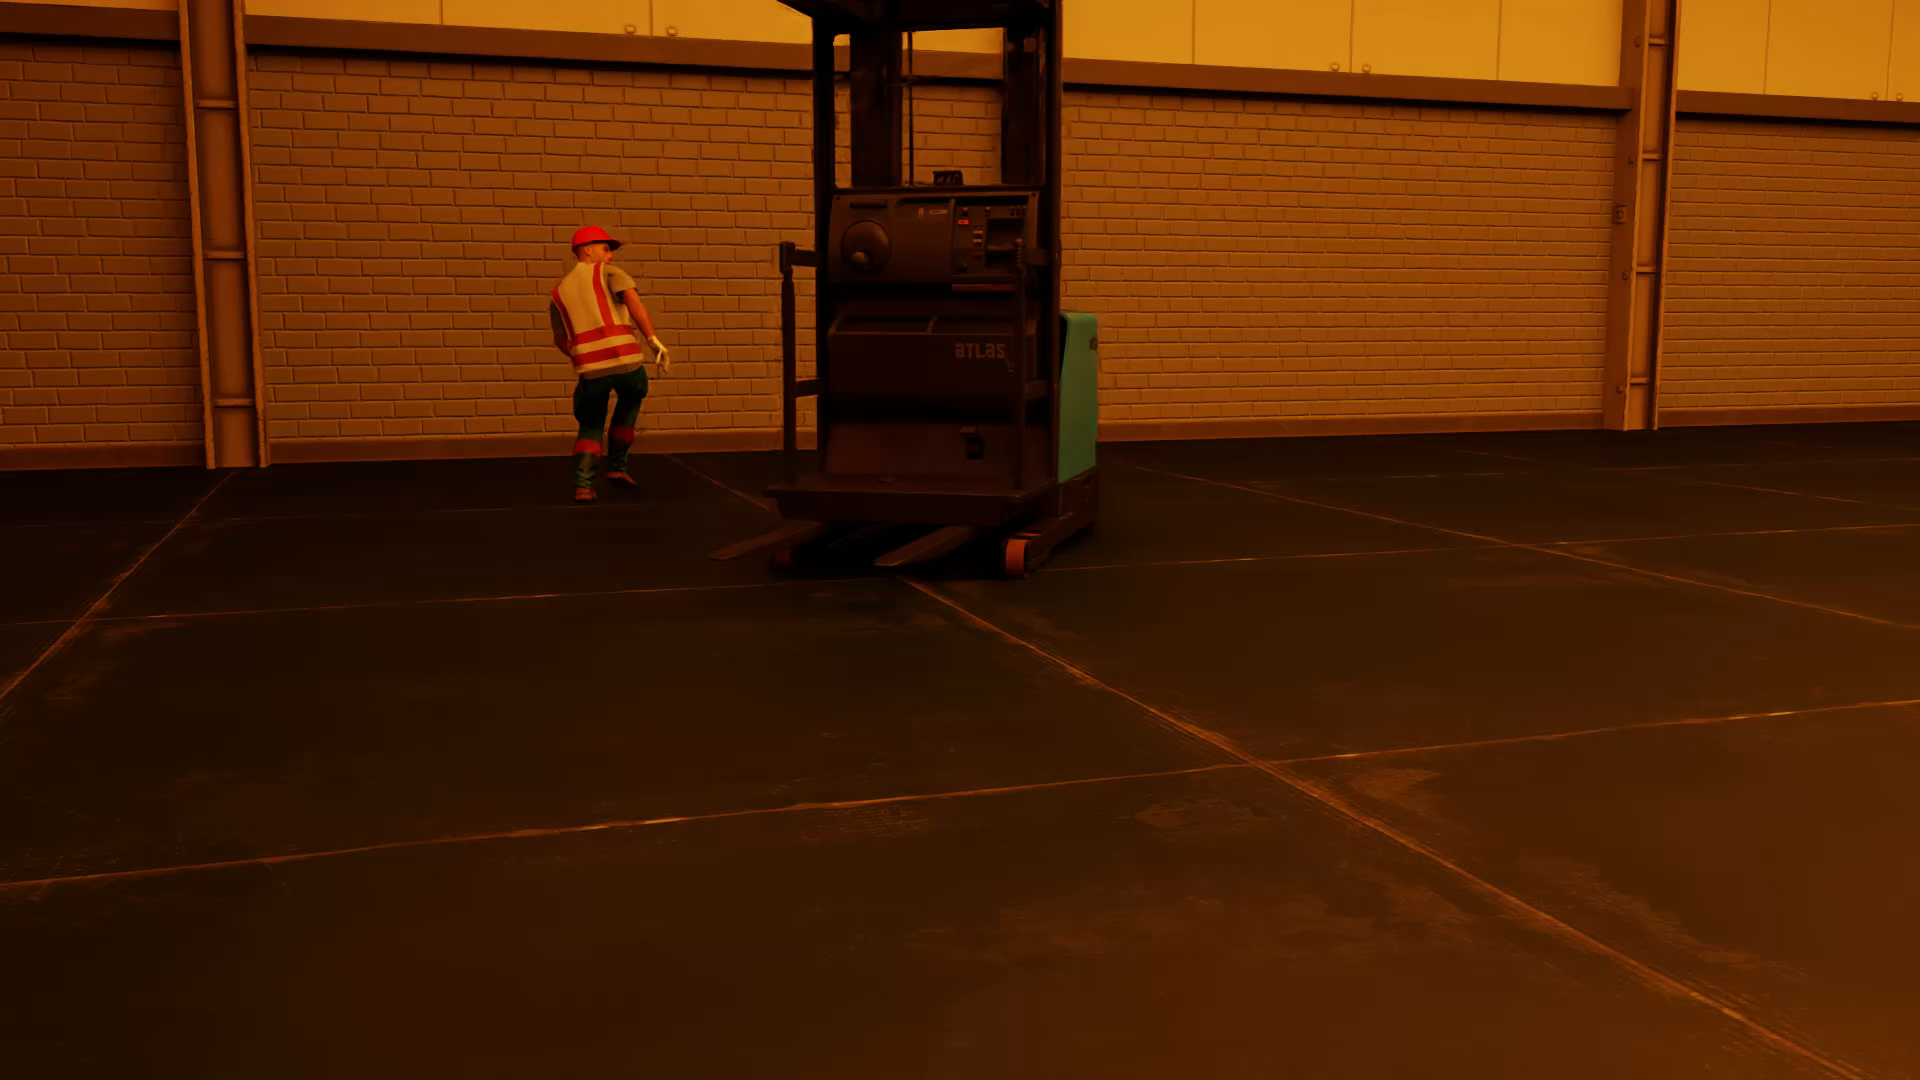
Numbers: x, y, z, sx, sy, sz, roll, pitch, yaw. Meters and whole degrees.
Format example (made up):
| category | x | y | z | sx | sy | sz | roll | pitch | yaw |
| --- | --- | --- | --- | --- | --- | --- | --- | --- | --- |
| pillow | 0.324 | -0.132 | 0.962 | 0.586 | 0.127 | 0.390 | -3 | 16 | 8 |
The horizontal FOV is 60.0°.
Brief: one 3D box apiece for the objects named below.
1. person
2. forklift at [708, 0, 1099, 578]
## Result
| category | x | y | z | sx | sy | sz | roll | pitch | yaw |
| --- | --- | --- | --- | --- | --- | --- | --- | --- | --- |
| person | -2.010 | -1.036 | 9.748 | 0.779 | 1.587 | 0.811 | 1 | 8 | 4 |
| forklift | -0.170 | -1.353 | 6.994 | 1.130 | 2.935 | 3.031 | 2 | 8 | 15 |
